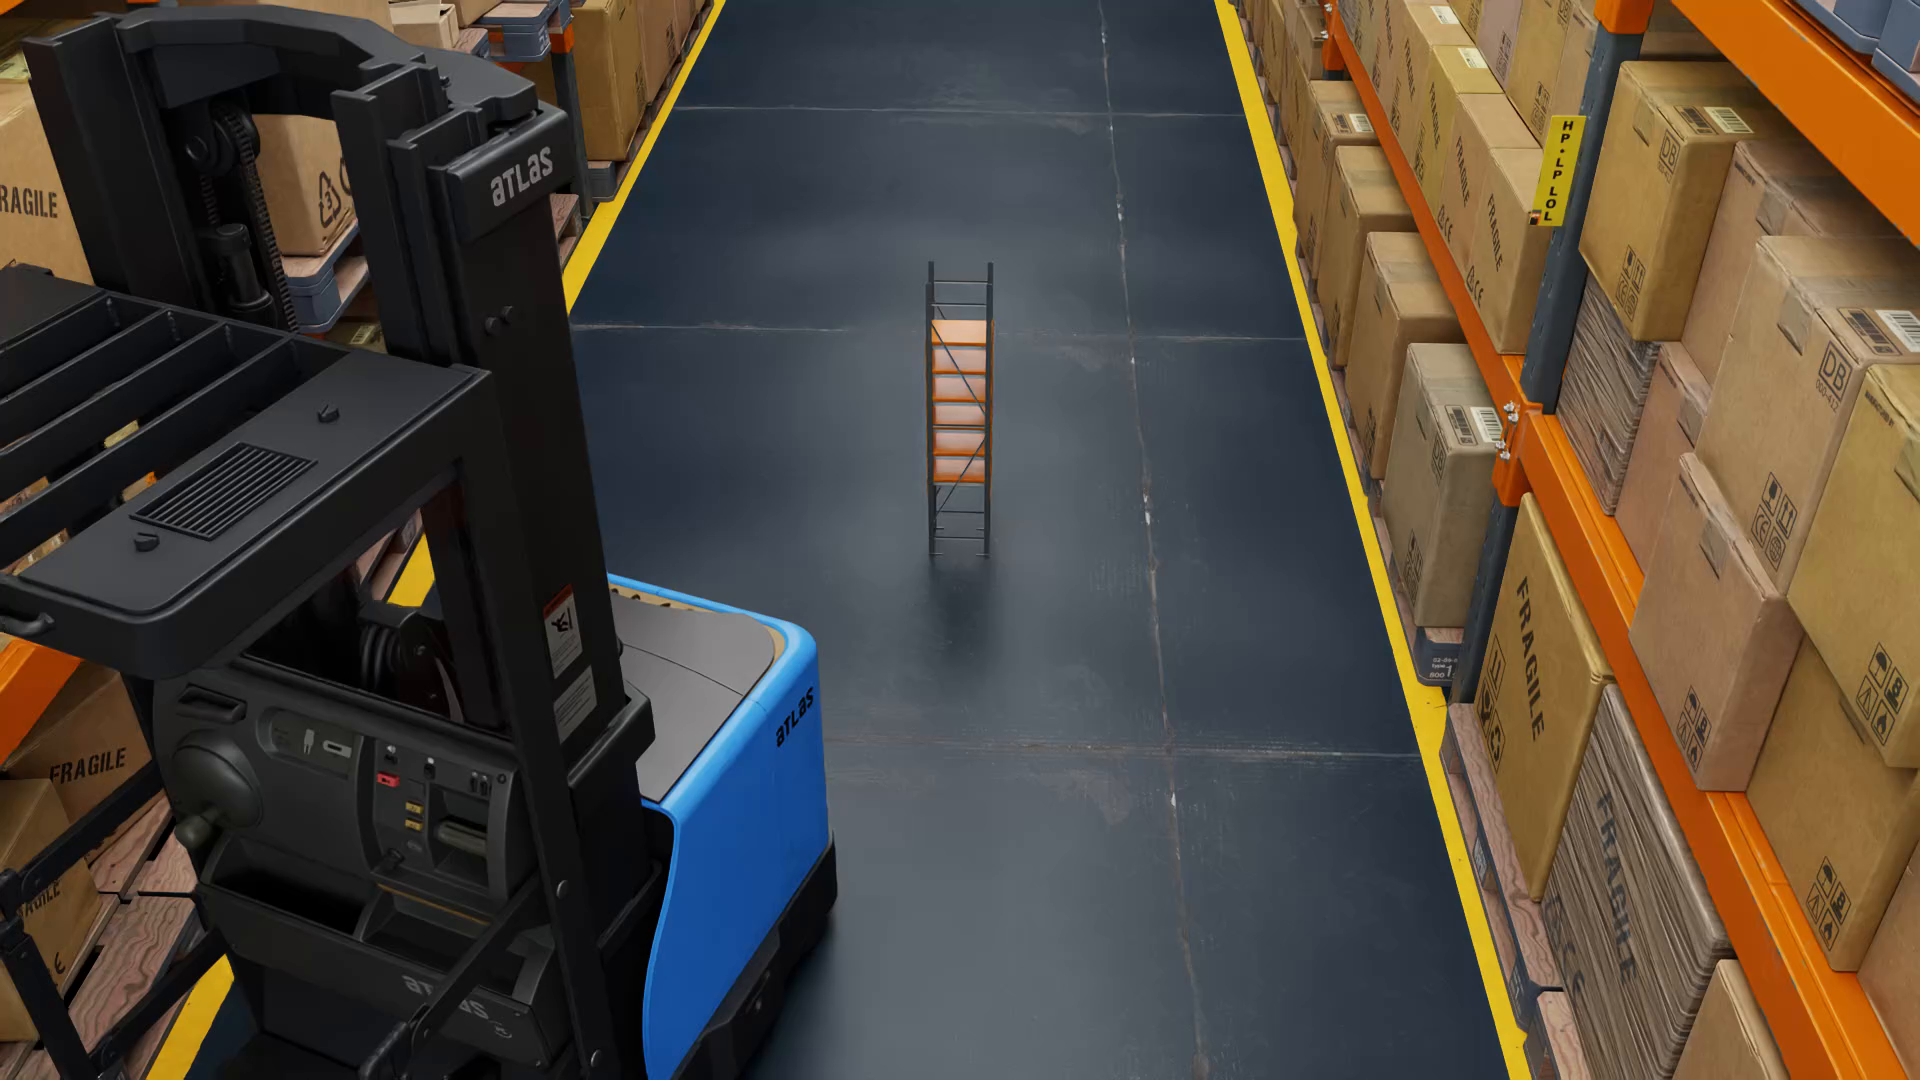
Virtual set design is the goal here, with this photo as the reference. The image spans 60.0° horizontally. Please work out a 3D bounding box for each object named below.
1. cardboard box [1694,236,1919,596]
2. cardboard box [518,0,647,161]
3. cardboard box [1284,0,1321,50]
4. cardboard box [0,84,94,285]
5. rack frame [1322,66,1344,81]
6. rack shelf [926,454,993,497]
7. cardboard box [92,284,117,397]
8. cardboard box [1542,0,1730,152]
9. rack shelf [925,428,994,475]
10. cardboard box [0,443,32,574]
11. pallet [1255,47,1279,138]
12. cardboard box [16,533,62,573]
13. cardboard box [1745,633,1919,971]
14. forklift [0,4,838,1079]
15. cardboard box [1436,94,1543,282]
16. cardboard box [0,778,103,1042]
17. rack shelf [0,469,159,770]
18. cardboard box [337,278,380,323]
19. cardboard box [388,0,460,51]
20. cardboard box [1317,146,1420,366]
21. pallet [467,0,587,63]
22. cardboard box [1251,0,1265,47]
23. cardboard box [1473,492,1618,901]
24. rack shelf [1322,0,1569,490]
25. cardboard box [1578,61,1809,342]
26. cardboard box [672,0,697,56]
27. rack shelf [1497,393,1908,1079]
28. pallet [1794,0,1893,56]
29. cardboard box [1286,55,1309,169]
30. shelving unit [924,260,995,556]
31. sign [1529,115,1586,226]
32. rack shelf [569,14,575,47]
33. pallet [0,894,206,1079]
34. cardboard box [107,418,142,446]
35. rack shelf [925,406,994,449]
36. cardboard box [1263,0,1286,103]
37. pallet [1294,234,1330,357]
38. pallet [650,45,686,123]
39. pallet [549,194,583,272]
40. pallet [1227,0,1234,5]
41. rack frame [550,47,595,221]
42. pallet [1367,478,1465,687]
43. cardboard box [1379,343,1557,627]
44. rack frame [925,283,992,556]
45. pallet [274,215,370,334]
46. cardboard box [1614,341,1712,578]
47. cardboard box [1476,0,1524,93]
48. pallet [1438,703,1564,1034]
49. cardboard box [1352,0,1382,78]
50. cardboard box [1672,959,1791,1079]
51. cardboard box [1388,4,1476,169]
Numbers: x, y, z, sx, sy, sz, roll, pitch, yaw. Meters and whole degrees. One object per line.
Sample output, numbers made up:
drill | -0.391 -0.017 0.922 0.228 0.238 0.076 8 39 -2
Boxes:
cardboard box | 2.111 -0.253 3.432 0.875 0.550 0.550 1 35 2
cardboard box | -2.518 -2.756 9.546 1.225 0.875 0.875 0 35 0
cardboard box | 2.161 -3.030 9.610 0.500 0.250 0.500 2 35 3
cardboard box | -2.489 -0.779 4.035 0.500 0.500 0.500 1 35 2
rack frame | 2.386 -2.885 8.247 1.000 3.000 0.127 1 35 2
rack shelf | -0.001 -0.250 6.557 0.258 0.103 0.180 1 35 2
cardboard box | -2.807 -0.665 4.742 0.875 0.500 0.500 1 35 2
cardboard box | 2.239 -1.322 5.066 0.700 0.500 0.500 1 35 1
rack shelf | -0.001 -0.348 6.488 0.258 0.103 0.180 1 35 2
cardboard box | -2.781 -0.089 3.922 0.875 0.500 0.500 1 35 2
pallet | 2.470 -2.892 10.682 1.003 0.211 1.213 1 35 2
cardboard box | -2.572 0.046 4.295 0.380 0.149 0.250 1 35 2
cardboard box | 2.162 0.495 3.307 0.875 0.550 0.500 1 35 2
forklift | -1.415 0.592 3.358 1.130 2.935 3.031 14 37 19
cardboard box | 1.999 -1.224 5.796 0.500 0.500 0.500 1 35 1
cardboard box | -2.745 1.008 4.516 0.500 0.500 0.500 -2 35 -2
rack shelf | -2.807 0.684 3.794 1.077 0.370 4.000 1 35 2
cardboard box | -2.621 -0.864 7.162 0.700 0.500 0.500 -2 35 -2
cardboard box | -2.363 -2.210 7.038 0.396 0.266 0.258 0 35 1
cardboard box | 2.240 -1.286 7.563 1.050 0.750 0.750 2 35 3
pallet | -2.488 -2.567 7.961 1.213 0.211 1.003 1 35 2
cardboard box | 2.232 -3.610 11.087 0.500 0.500 0.500 3 35 4
cardboard box | 2.130 0.470 4.955 0.875 0.875 0.875 2 35 3
rack shelf | 2.306 -1.442 6.818 1.077 0.370 4.000 1 35 2
cardboard box | 2.176 -0.879 4.323 0.875 0.550 0.550 1 35 2
cardboard box | -2.446 -3.777 10.998 1.225 0.875 0.875 0 35 0
rack shelf | 2.145 0.856 3.548 1.077 0.370 4.000 1 35 2
pallet | 2.182 -1.308 3.471 1.003 0.211 1.213 1 35 2
cardboard box | 2.151 -2.418 9.391 0.500 0.500 0.500 1 35 2
shelving unit | -0.001 -0.483 6.393 0.258 1.200 0.189 1 35 2
sign | 1.683 -1.035 4.676 0.100 0.325 0.005 1 35 2
rack shelf | -2.486 -3.913 10.334 1.077 0.370 4.000 1 35 2
pallet | -2.765 1.471 4.474 1.003 0.211 1.213 1 35 2
cardboard box | -2.531 -0.241 4.703 0.380 0.149 0.250 1 35 2
rack shelf | -0.001 -0.446 6.419 0.258 0.103 0.180 1 35 2
cardboard box | 2.181 -3.021 10.248 0.500 0.500 0.500 0 35 0
pallet | 2.279 -1.293 8.406 1.003 0.211 1.213 1 35 2
pallet | -2.407 -3.067 10.931 1.003 0.211 1.213 1 35 2
pallet | -2.599 -1.468 8.655 1.003 0.211 1.213 1 35 2
pallet | 2.538 -4.429 12.869 1.003 0.211 1.213 1 35 2
rack frame | -2.566 -3.058 8.492 1.000 3.000 0.127 1 35 2
pallet | 2.181 0.109 6.412 1.003 0.211 1.213 1 35 2
cardboard box | 2.160 -0.197 6.013 1.050 0.750 0.750 1 35 2
rack frame | -0.004 -0.430 6.318 0.240 1.200 0.006 1 35 2
pallet | -2.551 -1.117 5.897 1.003 0.211 1.213 1 35 2
cardboard box | 2.223 -0.120 4.181 0.875 0.550 0.550 1 35 2
cardboard box | 2.279 -1.908 5.900 0.700 0.500 0.500 2 35 2
pallet | 2.116 0.989 5.159 1.003 0.211 1.213 1 35 2
cardboard box | 2.080 -2.382 7.444 0.500 0.500 0.500 1 35 1
cardboard box | 2.059 1.512 3.473 0.875 0.875 0.875 1 35 1
cardboard box | 2.038 -1.806 6.624 0.500 0.500 0.500 1 35 1
